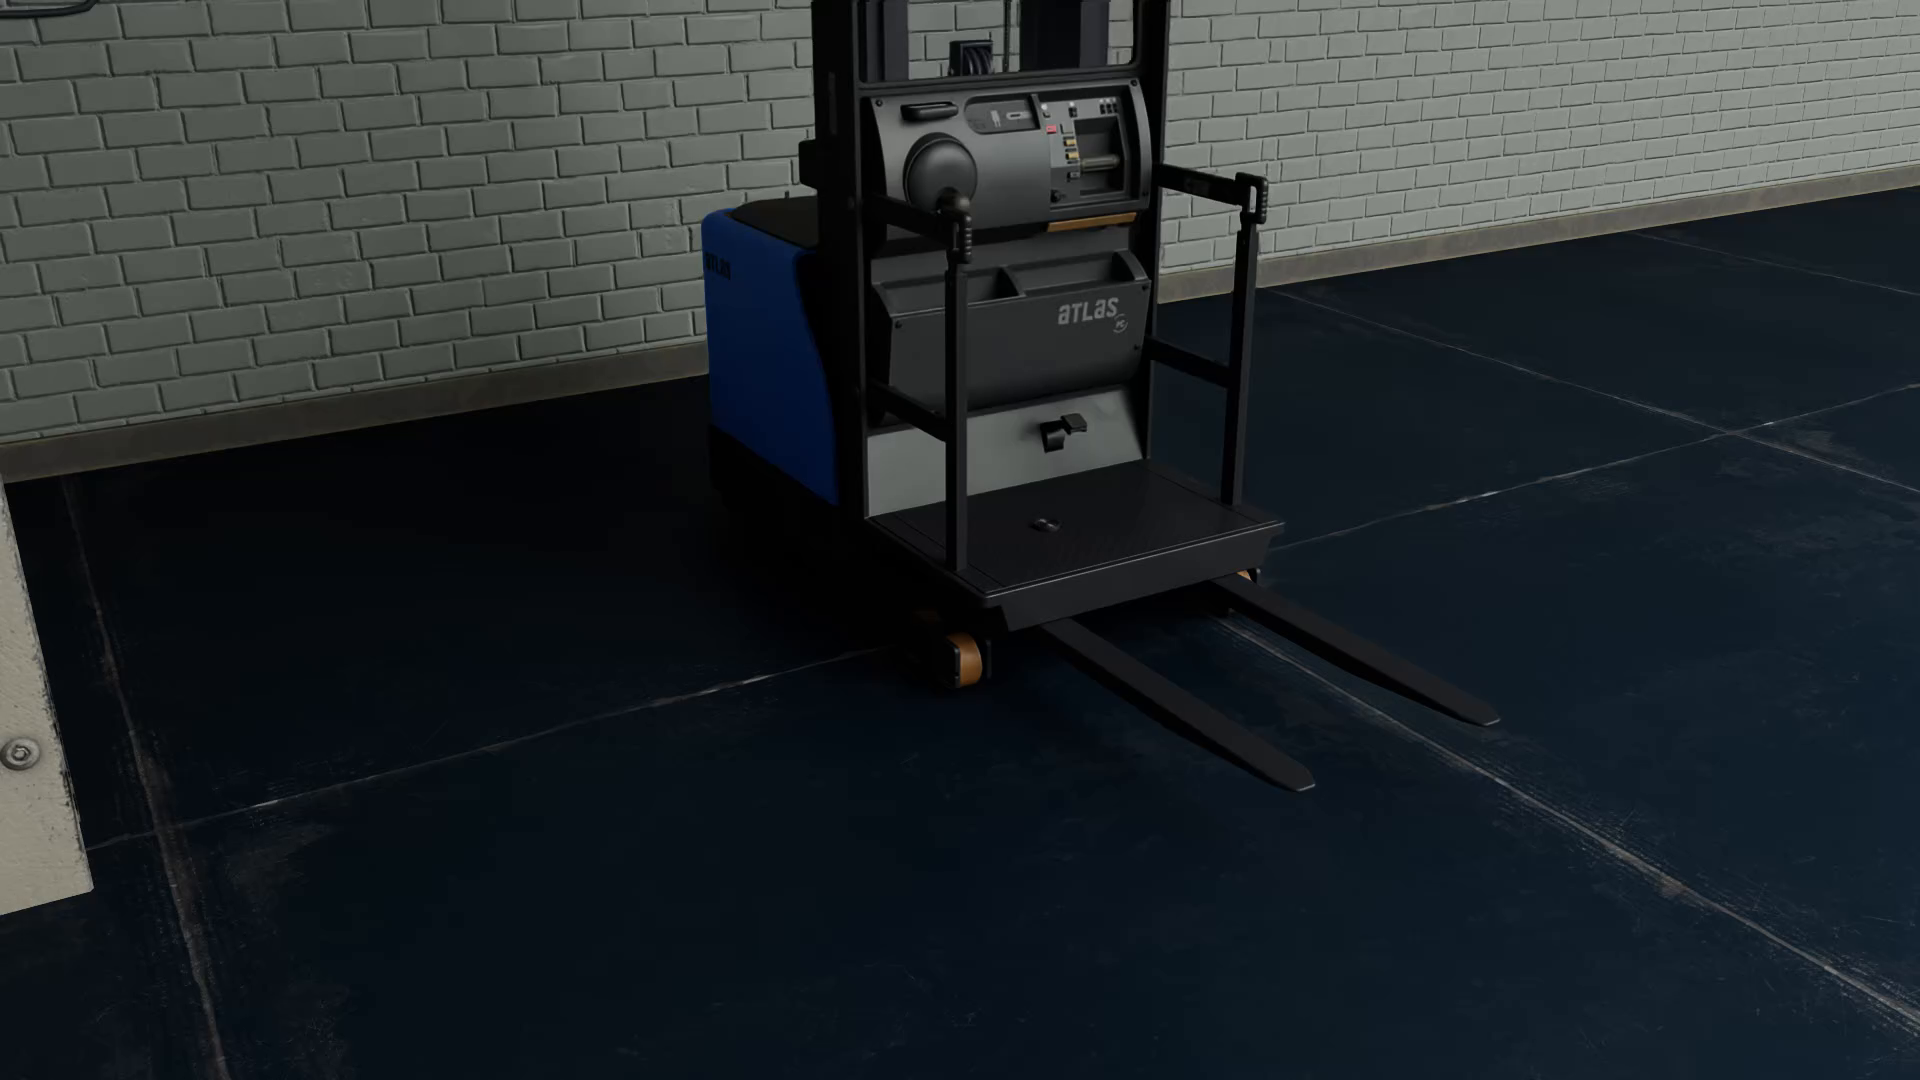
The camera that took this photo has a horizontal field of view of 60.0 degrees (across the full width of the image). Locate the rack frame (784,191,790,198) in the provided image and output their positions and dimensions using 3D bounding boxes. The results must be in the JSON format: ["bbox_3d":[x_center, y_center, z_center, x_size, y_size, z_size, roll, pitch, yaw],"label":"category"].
[{"bbox_3d":[-0.572,-0.843,6.492,0.200,1.050,0.008,-13,25,-29],"label":"rack frame"}]

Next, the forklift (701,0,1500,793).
[{"bbox_3d":[0.275,-1.129,4.696,1.130,2.935,3.031,-13,25,-29],"label":"forklift"}]

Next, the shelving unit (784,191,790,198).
[{"bbox_3d":[-0.509,-0.804,6.395,0.215,1.050,0.252,-13,25,-29],"label":"shelving unit"}]
